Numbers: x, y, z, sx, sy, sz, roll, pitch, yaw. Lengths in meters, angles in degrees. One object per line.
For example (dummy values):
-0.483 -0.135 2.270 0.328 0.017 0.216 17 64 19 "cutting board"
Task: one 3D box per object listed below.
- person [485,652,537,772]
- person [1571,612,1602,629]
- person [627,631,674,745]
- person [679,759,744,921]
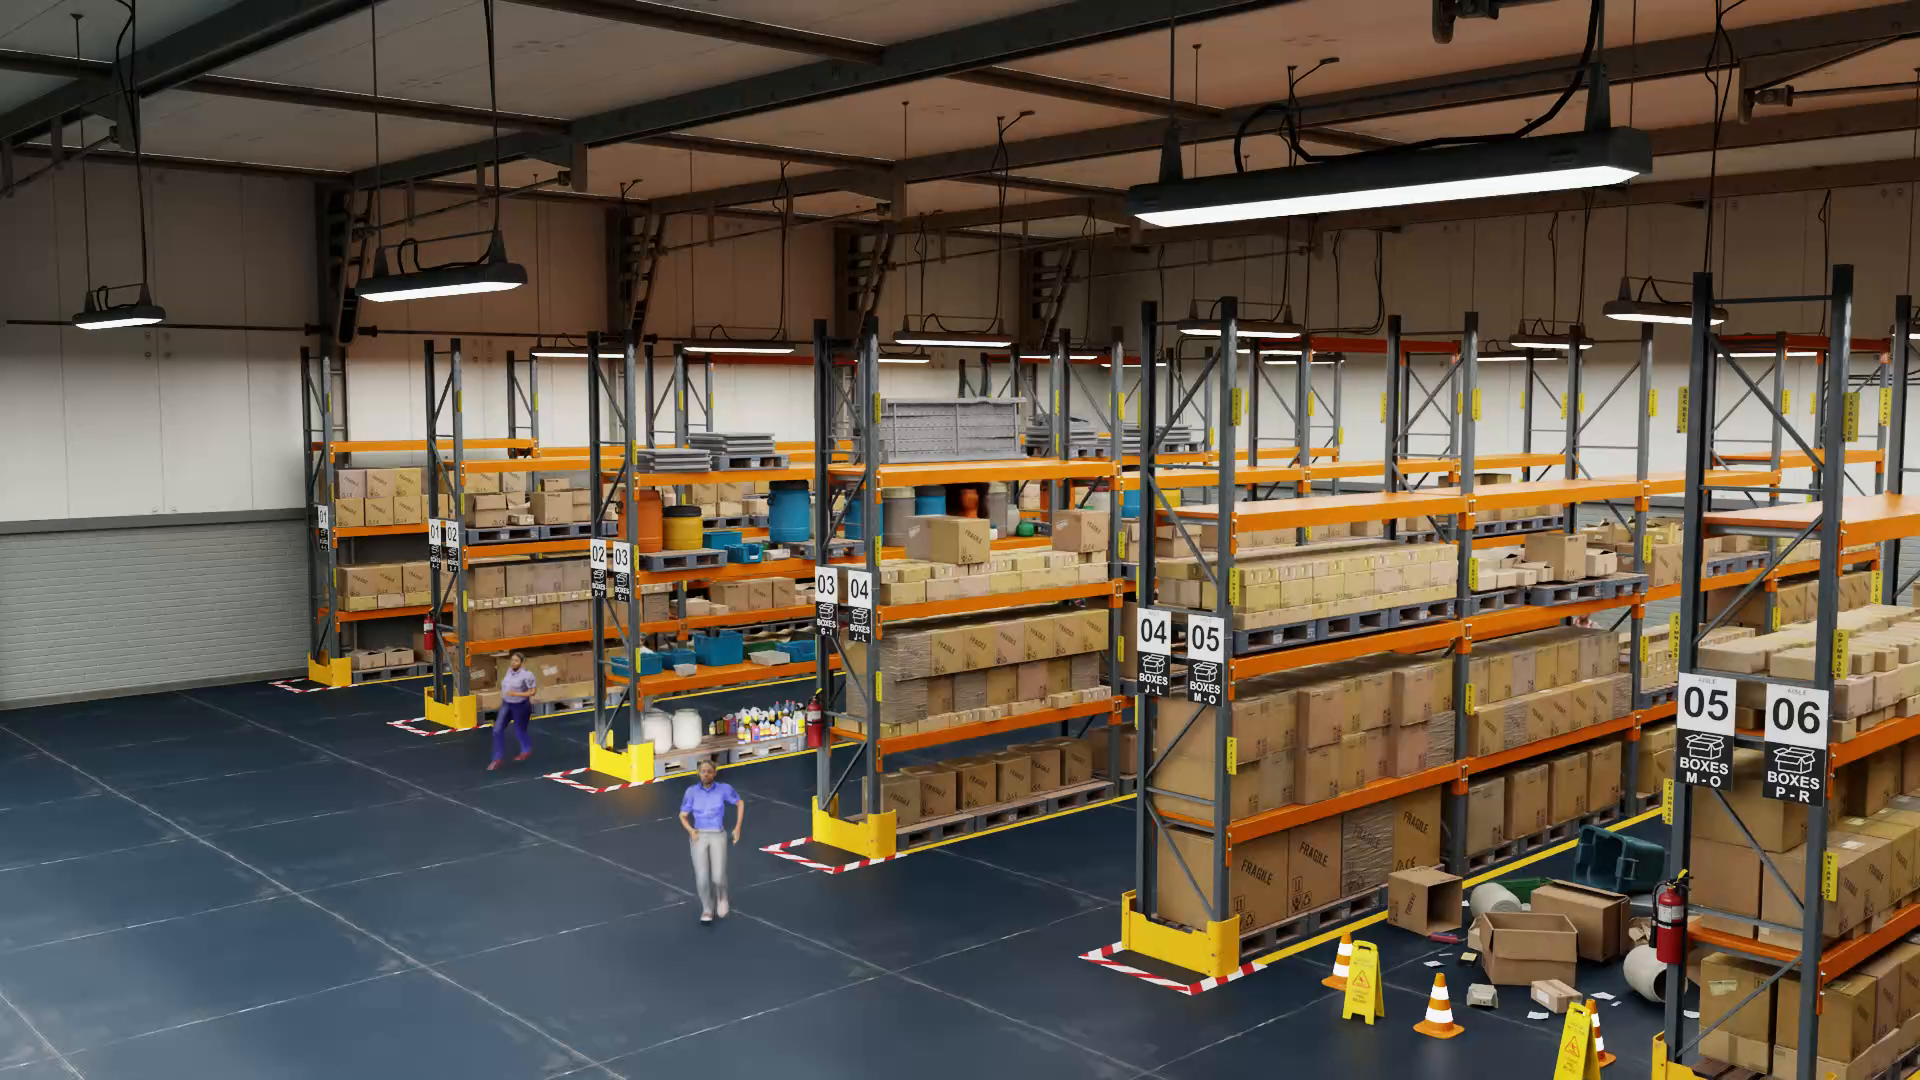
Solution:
-6.096 2.356 23.002 0.665 1.670 0.786 2 5 19 "person"
10.172 1.909 27.012 0.631 1.779 0.958 5 7 43 "person"
-4.593 2.166 24.669 0.753 1.699 0.618 -4 6 -39 "person"
-2.419 2.928 16.140 0.615 1.607 0.572 0 5 -4 "person"
